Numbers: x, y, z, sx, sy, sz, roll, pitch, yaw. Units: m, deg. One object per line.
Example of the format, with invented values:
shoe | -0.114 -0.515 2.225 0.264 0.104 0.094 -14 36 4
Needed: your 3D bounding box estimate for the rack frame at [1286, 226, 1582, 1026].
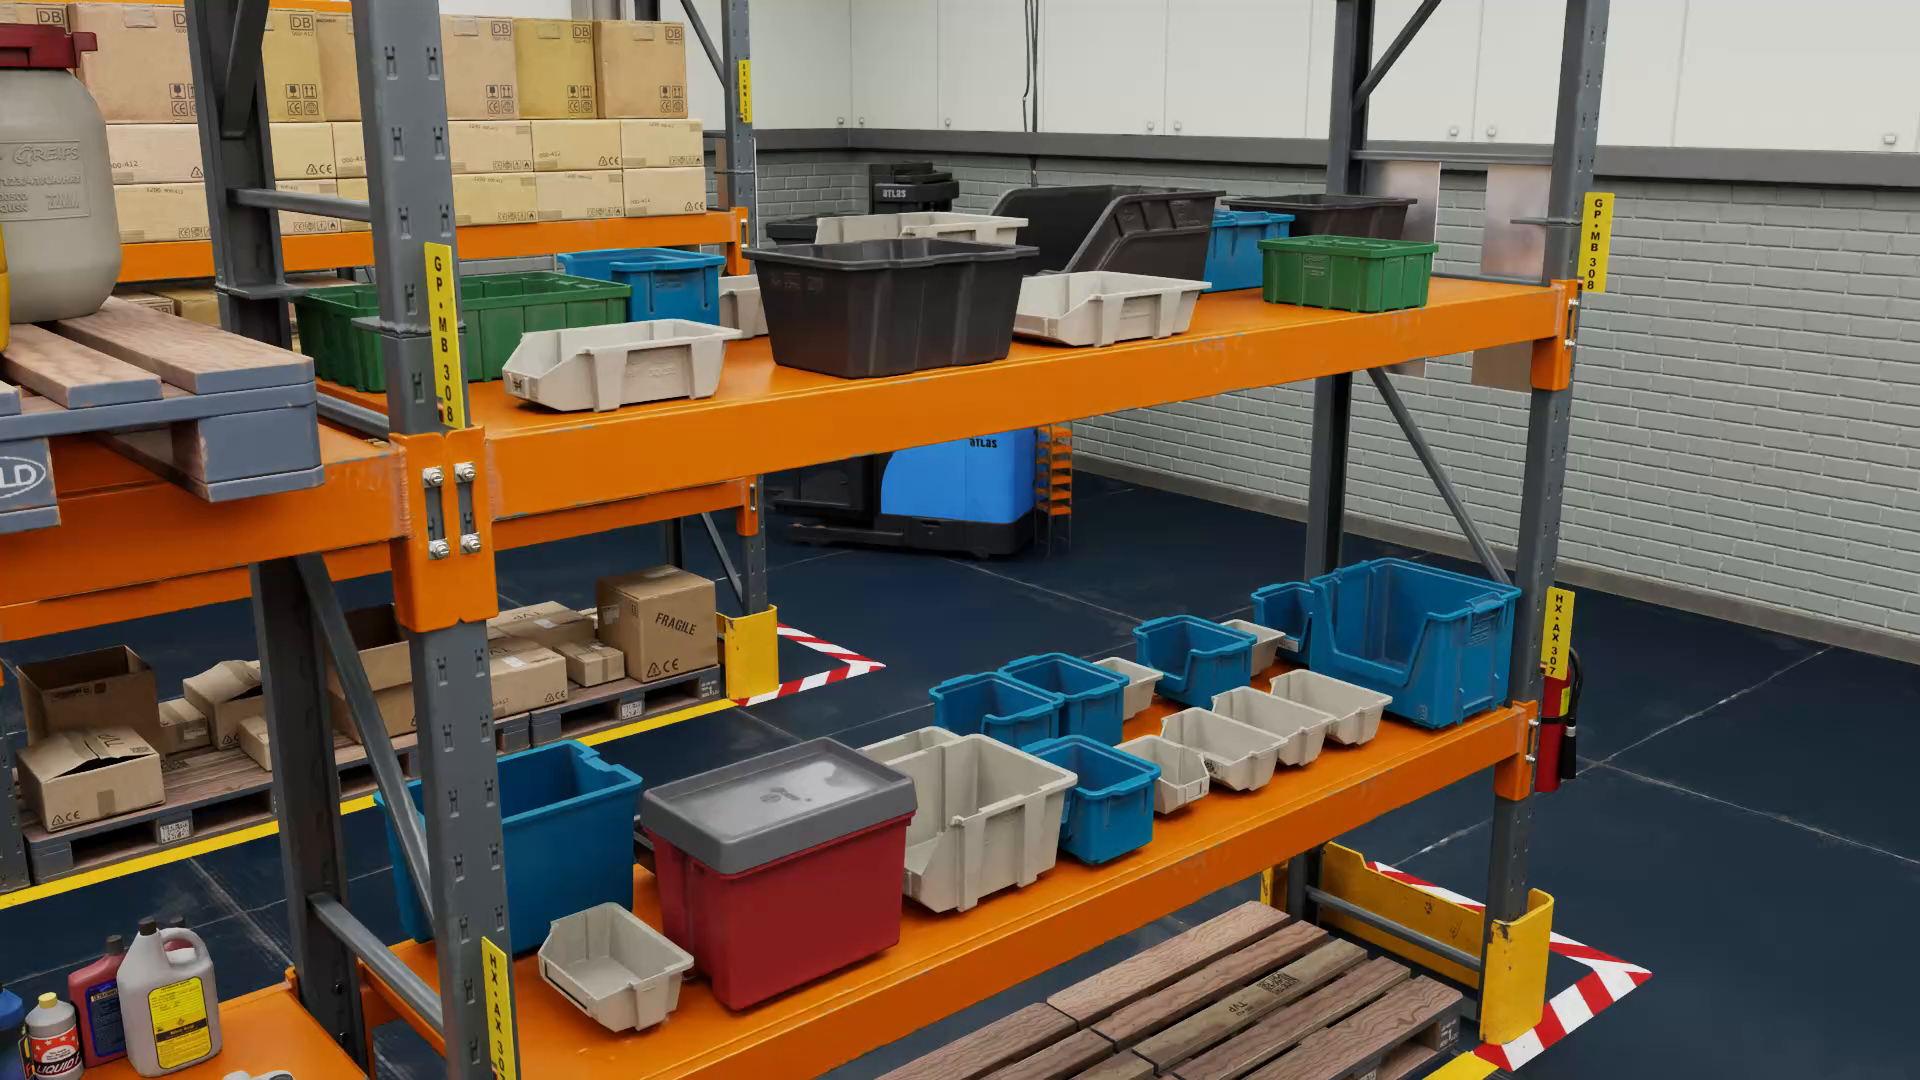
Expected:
rack frame | 1.738 0.305 6.295 0.127 3.000 1.000 -13 19 -39

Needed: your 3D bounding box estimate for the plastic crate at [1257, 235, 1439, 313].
plastic crate | 1.182 -0.819 5.101 0.336 0.188 0.450 -13 19 -39

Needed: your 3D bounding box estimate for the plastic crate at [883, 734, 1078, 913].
plastic crate | -0.006 0.788 4.599 0.530 0.282 0.437 -13 19 -39

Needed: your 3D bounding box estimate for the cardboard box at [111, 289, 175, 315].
cardboard box | -6.266 -1.427 12.199 0.700 0.700 0.980 -14 20 -42

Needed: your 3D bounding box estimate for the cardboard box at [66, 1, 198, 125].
cardboard box | -3.716 -2.110 7.391 0.500 0.500 0.700 -13 19 -39

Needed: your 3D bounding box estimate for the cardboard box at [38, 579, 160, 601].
cardboard box | -3.965 -0.064 7.482 0.500 0.500 0.500 -12 19 -38

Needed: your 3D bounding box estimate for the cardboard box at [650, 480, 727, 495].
cardboard box | -1.670 -0.579 9.412 0.500 0.500 0.500 -12 19 -38

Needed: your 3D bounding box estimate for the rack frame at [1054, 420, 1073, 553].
rack frame | 0.799 -0.510 12.833 0.006 1.200 0.240 -7 17 -26

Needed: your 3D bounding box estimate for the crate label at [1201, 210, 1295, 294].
crate label | 0.830 -0.979 5.577 0.502 0.251 0.408 -13 19 -39

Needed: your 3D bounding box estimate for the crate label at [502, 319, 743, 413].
crate label | -0.720 -0.366 3.504 0.466 0.136 0.293 -13 19 -39

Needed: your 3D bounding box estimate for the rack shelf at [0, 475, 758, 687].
rack shelf | -3.019 0.027 8.732 4.000 0.370 1.077 -13 19 -39

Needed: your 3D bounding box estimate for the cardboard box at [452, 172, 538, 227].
cardboard box | -2.478 -1.728 8.386 0.500 0.250 0.500 -13 19 -39

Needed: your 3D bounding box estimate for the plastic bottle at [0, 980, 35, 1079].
plastic bottle | -2.085 1.086 3.620 0.097 0.271 0.097 0 15 0

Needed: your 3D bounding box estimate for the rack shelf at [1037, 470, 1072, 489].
rack shelf | 0.717 -0.456 12.805 0.180 0.103 0.258 -7 17 -26

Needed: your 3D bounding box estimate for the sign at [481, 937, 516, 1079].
sign | -0.920 0.957 3.320 0.005 0.325 0.100 -13 19 -39

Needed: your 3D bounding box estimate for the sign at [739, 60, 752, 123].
sign | -1.161 -2.425 8.989 0.005 0.325 0.100 -13 19 -39

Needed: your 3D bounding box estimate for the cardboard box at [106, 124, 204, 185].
cardboard box | -3.622 -1.719 7.384 0.500 0.250 0.500 -13 19 -39

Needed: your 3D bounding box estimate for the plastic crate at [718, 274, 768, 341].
plastic crate | -0.570 -0.628 4.489 0.466 0.136 0.293 -13 19 -39

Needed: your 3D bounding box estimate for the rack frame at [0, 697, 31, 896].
rack frame | -4.528 0.018 7.370 0.127 3.000 1.000 -13 19 -39

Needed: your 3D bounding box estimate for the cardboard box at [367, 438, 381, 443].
cardboard box | -2.822 -0.801 8.304 0.500 0.500 0.500 -12 19 -38

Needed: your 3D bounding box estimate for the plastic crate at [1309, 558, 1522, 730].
plastic crate | 1.608 0.352 5.934 0.499 0.435 0.616 -13 19 -39

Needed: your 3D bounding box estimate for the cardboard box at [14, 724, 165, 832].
cardboard box | -4.069 1.075 7.769 0.500 0.311 0.500 -13 19 -39

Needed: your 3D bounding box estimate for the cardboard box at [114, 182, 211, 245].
cardboard box | -3.619 -1.477 7.445 0.500 0.250 0.500 -13 19 -39

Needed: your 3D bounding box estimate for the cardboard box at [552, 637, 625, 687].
cardboard box | -2.124 0.688 9.500 0.250 0.166 0.380 -13 19 -39

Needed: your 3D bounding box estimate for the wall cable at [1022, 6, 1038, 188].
wall cable | -0.264 -3.910 16.468 0.112 2.526 3.097 -13 19 -39

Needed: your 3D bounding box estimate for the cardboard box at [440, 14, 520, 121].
cardboard box | -2.627 -2.376 8.390 0.500 0.500 0.700 -13 19 -39

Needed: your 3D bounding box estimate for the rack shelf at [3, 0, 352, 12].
rack shelf | -6.274 -3.642 11.617 4.000 0.370 1.077 -13 19 -39

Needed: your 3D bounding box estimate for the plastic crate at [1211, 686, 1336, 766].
plastic crate | 1.014 0.623 5.498 0.243 0.136 0.396 -13 19 -39

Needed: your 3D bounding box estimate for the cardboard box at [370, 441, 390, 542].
cardboard box | -2.819 -0.322 8.448 0.500 0.500 0.500 -13 20 -40

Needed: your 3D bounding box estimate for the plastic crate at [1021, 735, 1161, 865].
plastic crate | 0.357 0.755 4.819 0.300 0.233 0.416 -13 19 -39

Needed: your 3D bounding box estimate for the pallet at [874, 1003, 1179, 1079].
pallet | 0.171 1.990 5.390 1.213 0.211 1.003 -13 19 -39

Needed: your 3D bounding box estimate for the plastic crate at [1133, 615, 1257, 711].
plastic crate | 0.839 0.446 5.974 0.300 0.233 0.416 -13 19 -39

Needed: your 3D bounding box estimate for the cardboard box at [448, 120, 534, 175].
cardboard box | -2.487 -1.973 8.332 0.500 0.250 0.500 -13 19 -39

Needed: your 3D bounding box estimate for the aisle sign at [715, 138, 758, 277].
aisle sign | -1.258 -1.868 9.392 0.004 0.787 0.394 -13 19 -39

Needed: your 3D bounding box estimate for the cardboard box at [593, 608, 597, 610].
cardboard box | -2.052 0.509 10.203 0.250 0.149 0.380 -13 19 -39

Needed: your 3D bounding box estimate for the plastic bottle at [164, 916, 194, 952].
plastic bottle | -1.836 1.018 3.851 0.133 0.283 0.061 -13 19 -39

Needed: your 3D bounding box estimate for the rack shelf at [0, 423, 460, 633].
rack shelf | -2.788 0.220 2.195 4.000 0.370 1.077 -13 19 -39

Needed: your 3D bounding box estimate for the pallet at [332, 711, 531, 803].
pallet | -3.088 1.041 8.943 1.213 0.211 1.003 -13 19 -39

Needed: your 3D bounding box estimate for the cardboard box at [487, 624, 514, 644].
cardboard box | -2.861 0.663 9.433 0.500 0.250 0.500 -13 19 -39

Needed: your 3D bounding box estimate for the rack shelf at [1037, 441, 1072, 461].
rack shelf | 0.717 -0.688 12.743 0.180 0.103 0.258 -7 17 -26

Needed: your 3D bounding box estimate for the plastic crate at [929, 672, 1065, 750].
plastic crate | 0.116 0.609 5.366 0.300 0.233 0.416 -13 19 -39

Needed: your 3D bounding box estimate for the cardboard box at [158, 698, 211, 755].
cardboard box | -4.041 0.956 8.531 0.250 0.149 0.380 -13 19 -39

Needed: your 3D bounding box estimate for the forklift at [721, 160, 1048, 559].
forklift | -0.865 -1.486 13.132 3.031 2.935 1.130 5 16 19

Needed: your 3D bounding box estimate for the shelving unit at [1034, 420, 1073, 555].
shelving unit | 0.717 -0.499 12.794 0.189 1.200 0.258 -7 17 -26
